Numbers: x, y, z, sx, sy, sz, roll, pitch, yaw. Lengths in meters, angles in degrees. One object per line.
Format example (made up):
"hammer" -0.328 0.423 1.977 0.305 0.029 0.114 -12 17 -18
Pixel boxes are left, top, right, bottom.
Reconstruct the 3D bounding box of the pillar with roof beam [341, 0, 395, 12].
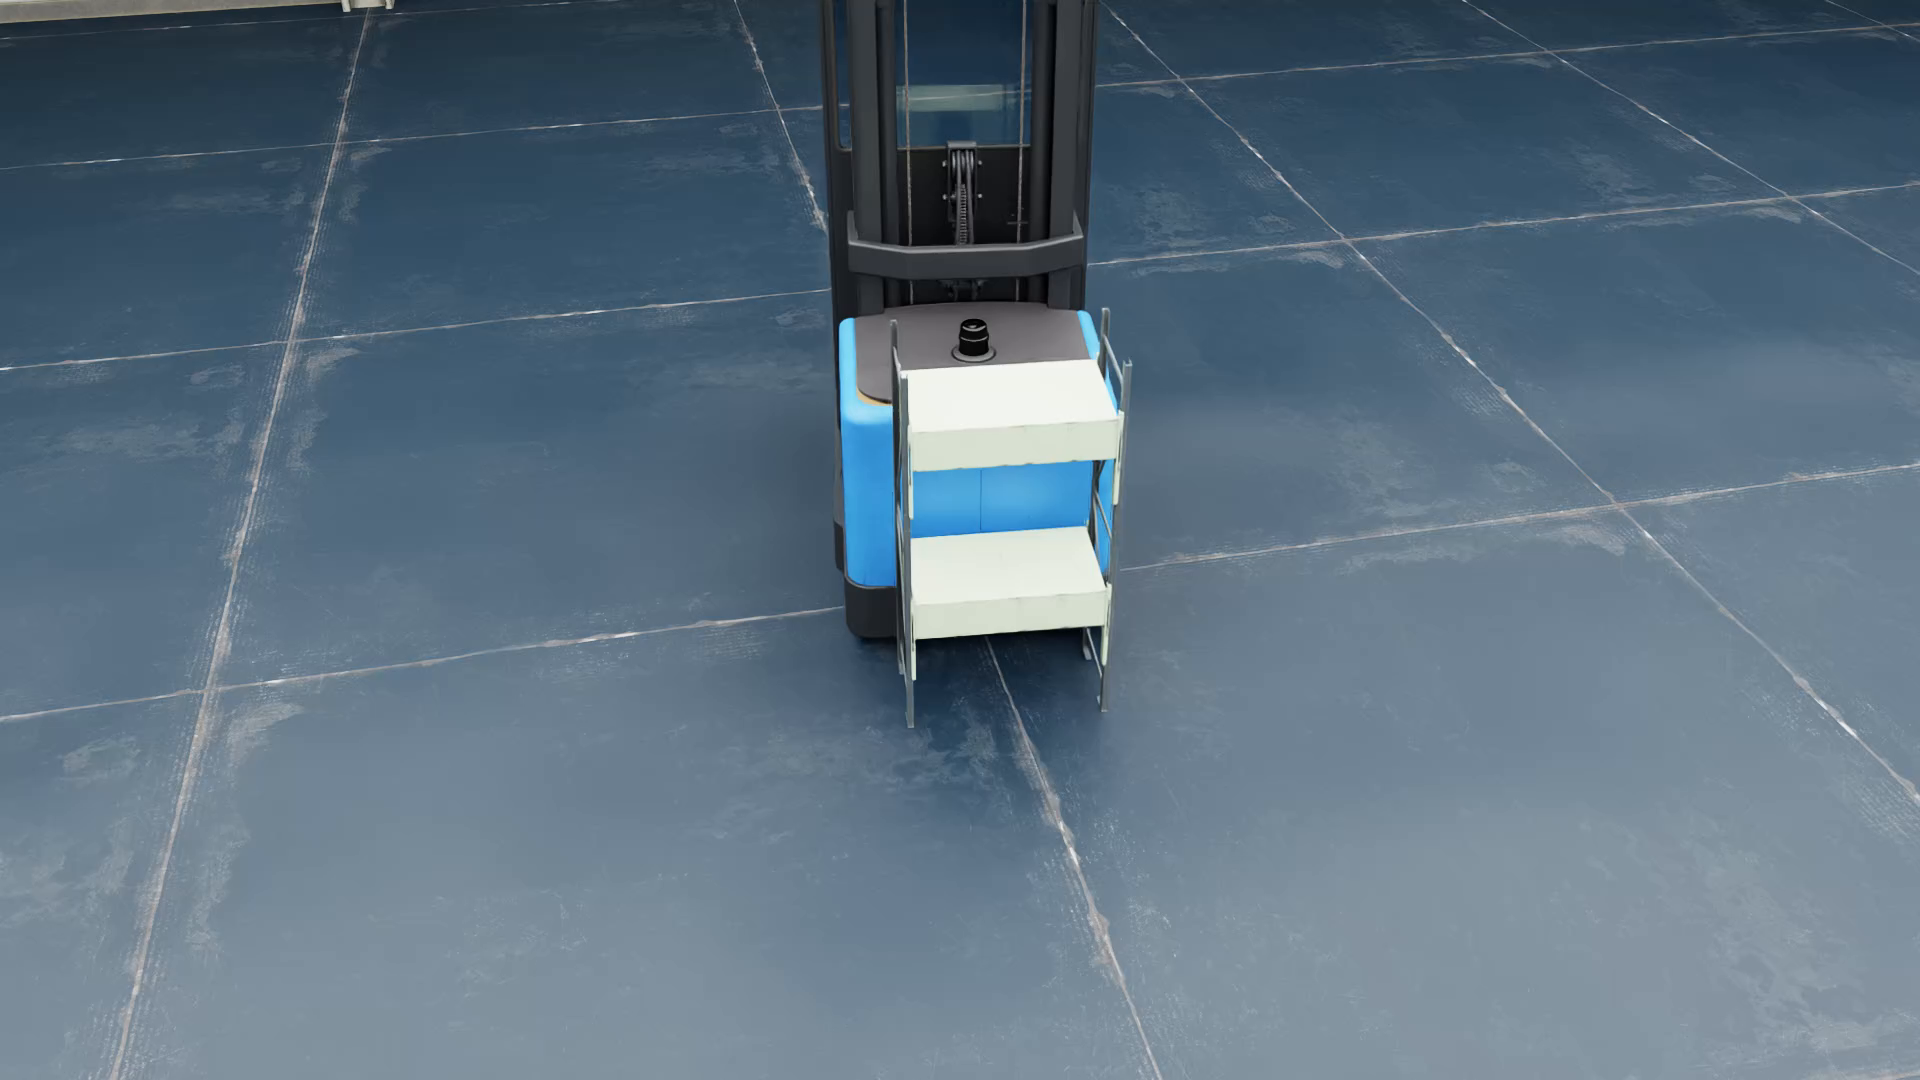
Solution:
"pillar with roof beam" -4.000 -5.881 7.938 0.400 9.000 9.100 -7 35 -11

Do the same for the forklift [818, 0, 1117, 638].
"forklift" -0.025 -1.631 7.050 1.130 2.935 3.031 -2 34 -3

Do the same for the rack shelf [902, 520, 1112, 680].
"rack shelf" 0.157 0.217 6.152 0.720 0.370 0.431 -4 36 -6

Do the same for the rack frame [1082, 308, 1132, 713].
"rack frame" 0.522 -0.073 6.001 0.023 1.500 0.400 -4 36 -6

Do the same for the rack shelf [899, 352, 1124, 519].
"rack shelf" 0.160 -0.365 5.736 0.720 0.370 0.431 -4 36 -6

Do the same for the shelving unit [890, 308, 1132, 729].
"shelving unit" 0.158 -0.048 5.963 0.755 1.500 0.431 -4 36 -6

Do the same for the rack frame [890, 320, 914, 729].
"rack frame" -0.205 -0.022 5.925 0.023 1.500 0.400 -4 36 -6
